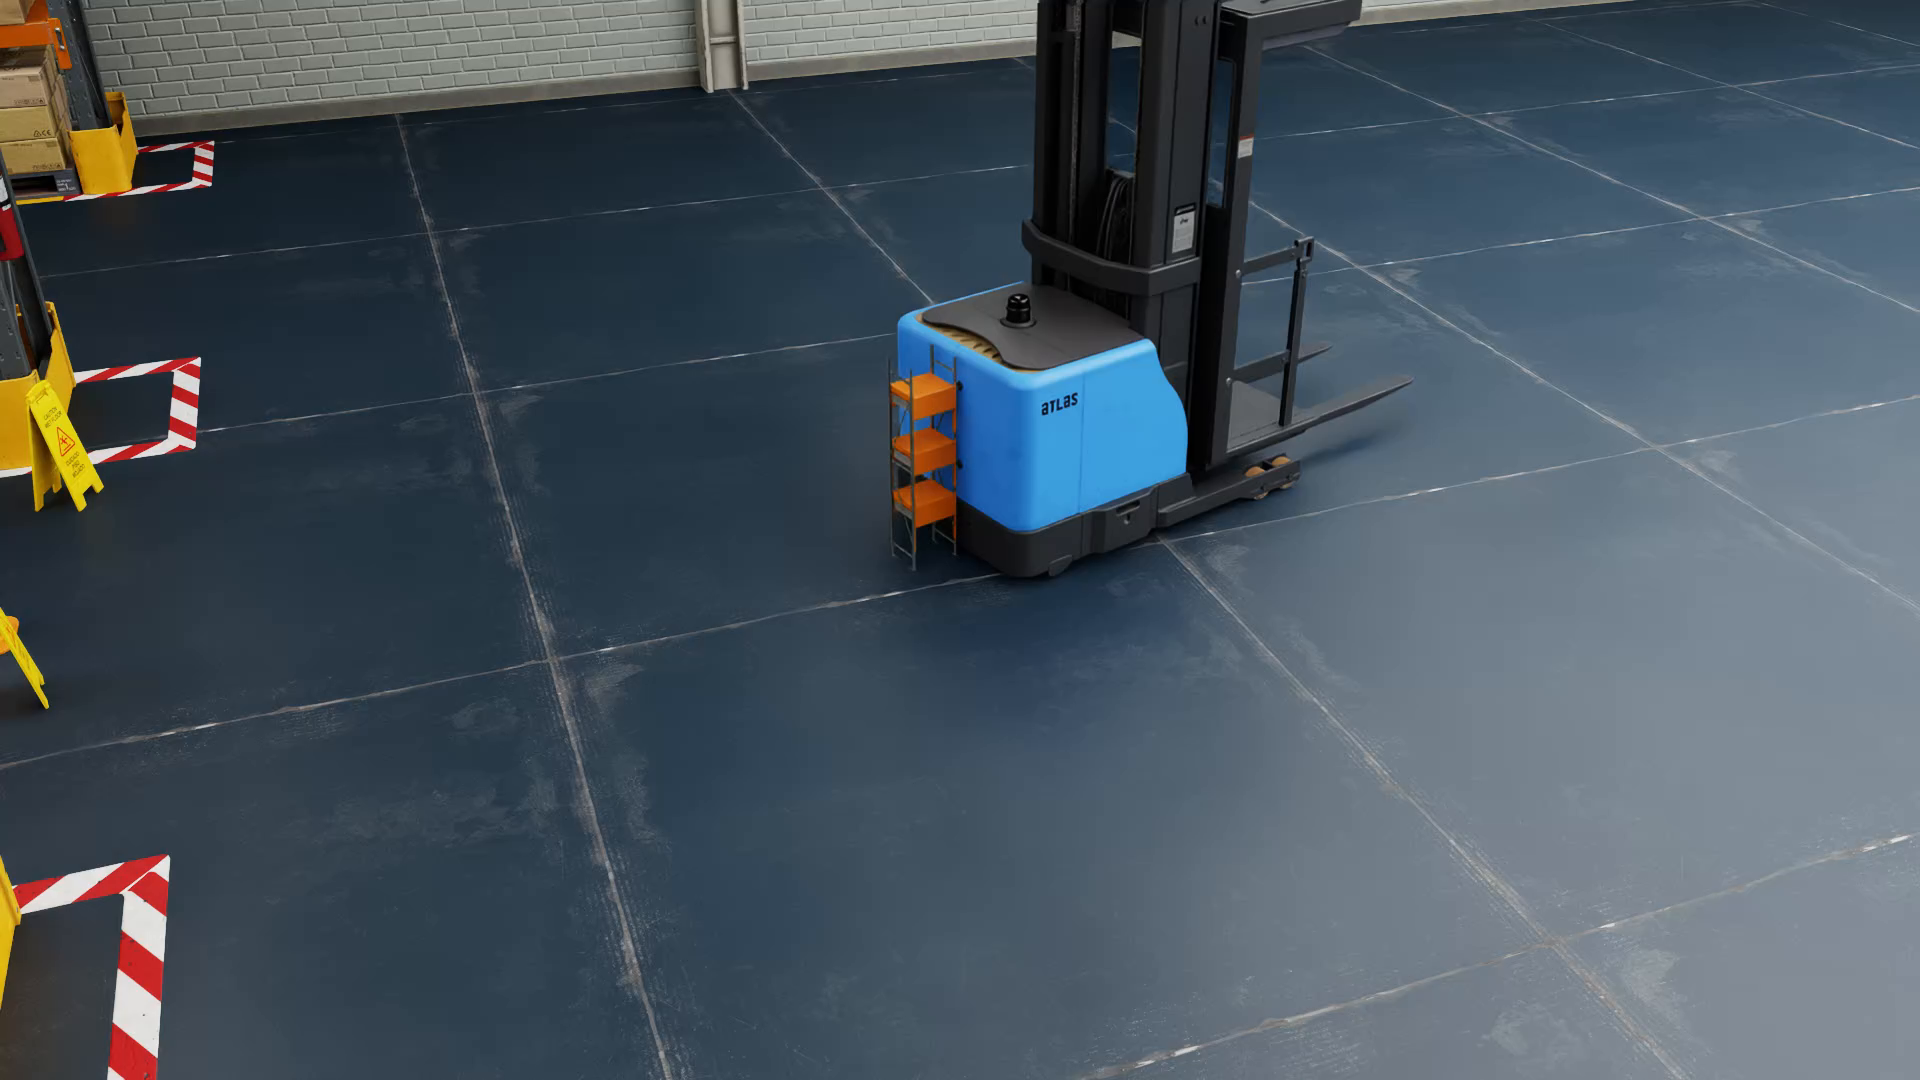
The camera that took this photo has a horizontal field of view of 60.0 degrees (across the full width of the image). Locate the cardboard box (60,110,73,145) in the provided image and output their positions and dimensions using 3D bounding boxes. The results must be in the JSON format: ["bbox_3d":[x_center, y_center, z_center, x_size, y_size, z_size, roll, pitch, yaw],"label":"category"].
[{"bbox_3d":[-7.427,-3.274,13.319,0.500,0.250,0.500,-10,31,-17],"label":"cardboard box"}]

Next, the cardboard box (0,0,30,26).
[{"bbox_3d":[-7.268,-4.117,12.344,0.500,0.500,0.500,-11,32,-19],"label":"cardboard box"}]

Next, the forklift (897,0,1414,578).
[{"bbox_3d":[1.164,-1.671,8.223,3.031,2.935,1.130,-21,36,-32],"label":"forklift"}]

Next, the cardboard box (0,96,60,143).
[{"bbox_3d":[-7.245,-3.256,12.783,0.500,0.250,0.500,-11,31,-18],"label":"cardboard box"}]

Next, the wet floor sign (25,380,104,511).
[{"bbox_3d":[-4.613,-0.491,8.460,0.232,0.644,0.267,0,30,0],"label":"wet floor sign"}]

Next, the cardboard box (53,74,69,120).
[{"bbox_3d":[-7.411,-3.500,13.212,0.500,0.250,0.500,-10,31,-17],"label":"cardboard box"}]

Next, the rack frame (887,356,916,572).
[{"bbox_3d":[-0.274,-0.344,7.792,0.008,1.050,0.200,-20,35,-31],"label":"rack frame"}]

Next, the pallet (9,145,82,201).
[{"bbox_3d":[-7.600,-2.917,13.157,1.213,0.211,1.003,-10,31,-18],"label":"pallet"}]

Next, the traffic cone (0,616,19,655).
[{"bbox_3d":[-4.411,0.254,7.337,0.334,0.463,0.336,-10,31,-18],"label":"traffic cone"}]

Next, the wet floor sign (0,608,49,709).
[{"bbox_3d":[-4.007,0.401,6.895,0.232,0.644,0.267,-16,33,-26],"label":"wet floor sign"}]

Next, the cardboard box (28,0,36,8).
[{"bbox_3d":[-7.459,-4.367,12.783,0.500,0.500,0.500,-9,31,-16],"label":"cardboard box"}]

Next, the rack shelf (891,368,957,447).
[{"bbox_3d":[-0.175,-0.616,7.719,0.240,0.259,0.215,-20,35,-31],"label":"rack shelf"}]

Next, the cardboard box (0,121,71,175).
[{"bbox_3d":[-7.229,-3.040,12.909,0.500,0.250,0.500,-10,31,-17],"label":"cardboard box"}]

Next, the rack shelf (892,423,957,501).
[{"bbox_3d":[-0.175,-0.370,7.860,0.240,0.259,0.215,-20,35,-31],"label":"rack shelf"}]

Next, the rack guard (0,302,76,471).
[{"bbox_3d":[-5.235,-0.878,9.287,0.348,0.500,1.175,-10,31,-18],"label":"rack guard"}]

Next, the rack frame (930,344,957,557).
[{"bbox_3d":[-0.076,-0.414,7.917,0.008,1.050,0.200,-20,35,-31],"label":"rack frame"}]

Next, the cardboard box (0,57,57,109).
[{"bbox_3d":[-7.221,-3.478,12.668,0.500,0.250,0.500,-9,31,-16],"label":"cardboard box"}]

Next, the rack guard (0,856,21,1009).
[{"bbox_3d":[-3.321,1.383,5.317,0.348,0.500,1.175,-10,31,-18],"label":"rack guard"}]

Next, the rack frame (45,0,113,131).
[{"bbox_3d":[-6.898,-4.280,12.732,0.127,3.000,1.000,-10,31,-18],"label":"rack frame"}]

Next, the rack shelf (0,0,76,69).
[{"bbox_3d":[-8.773,-3.622,12.304,4.000,0.370,1.077,-10,31,-18],"label":"rack shelf"}]

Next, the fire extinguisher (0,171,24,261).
[{"bbox_3d":[-4.896,-1.750,8.370,0.183,0.674,0.296,-10,31,-18],"label":"fire extinguisher"}]

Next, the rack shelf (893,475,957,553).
[{"bbox_3d":[-0.175,-0.128,7.997,0.240,0.259,0.215,-20,35,-31],"label":"rack shelf"}]

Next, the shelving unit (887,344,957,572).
[{"bbox_3d":[-0.175,-0.379,7.855,0.252,1.050,0.215,-20,35,-31],"label":"shelving unit"}]

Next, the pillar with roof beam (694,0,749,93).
[{"bbox_3d":[-0.741,-6.223,10.082,0.400,9.000,9.100,-10,31,-18],"label":"pillar with roof beam"}]

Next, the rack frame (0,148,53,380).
[{"bbox_3d":[-5.164,-1.978,8.691,0.127,3.000,1.000,-10,31,-18],"label":"rack frame"}]

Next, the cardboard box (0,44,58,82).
[{"bbox_3d":[-7.415,-3.707,13.070,0.500,0.250,0.500,-11,31,-18],"label":"cardboard box"}]

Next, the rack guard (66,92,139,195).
[{"bbox_3d":[-6.876,-3.198,13.358,0.348,0.500,1.175,-10,31,-18],"label":"rack guard"}]
